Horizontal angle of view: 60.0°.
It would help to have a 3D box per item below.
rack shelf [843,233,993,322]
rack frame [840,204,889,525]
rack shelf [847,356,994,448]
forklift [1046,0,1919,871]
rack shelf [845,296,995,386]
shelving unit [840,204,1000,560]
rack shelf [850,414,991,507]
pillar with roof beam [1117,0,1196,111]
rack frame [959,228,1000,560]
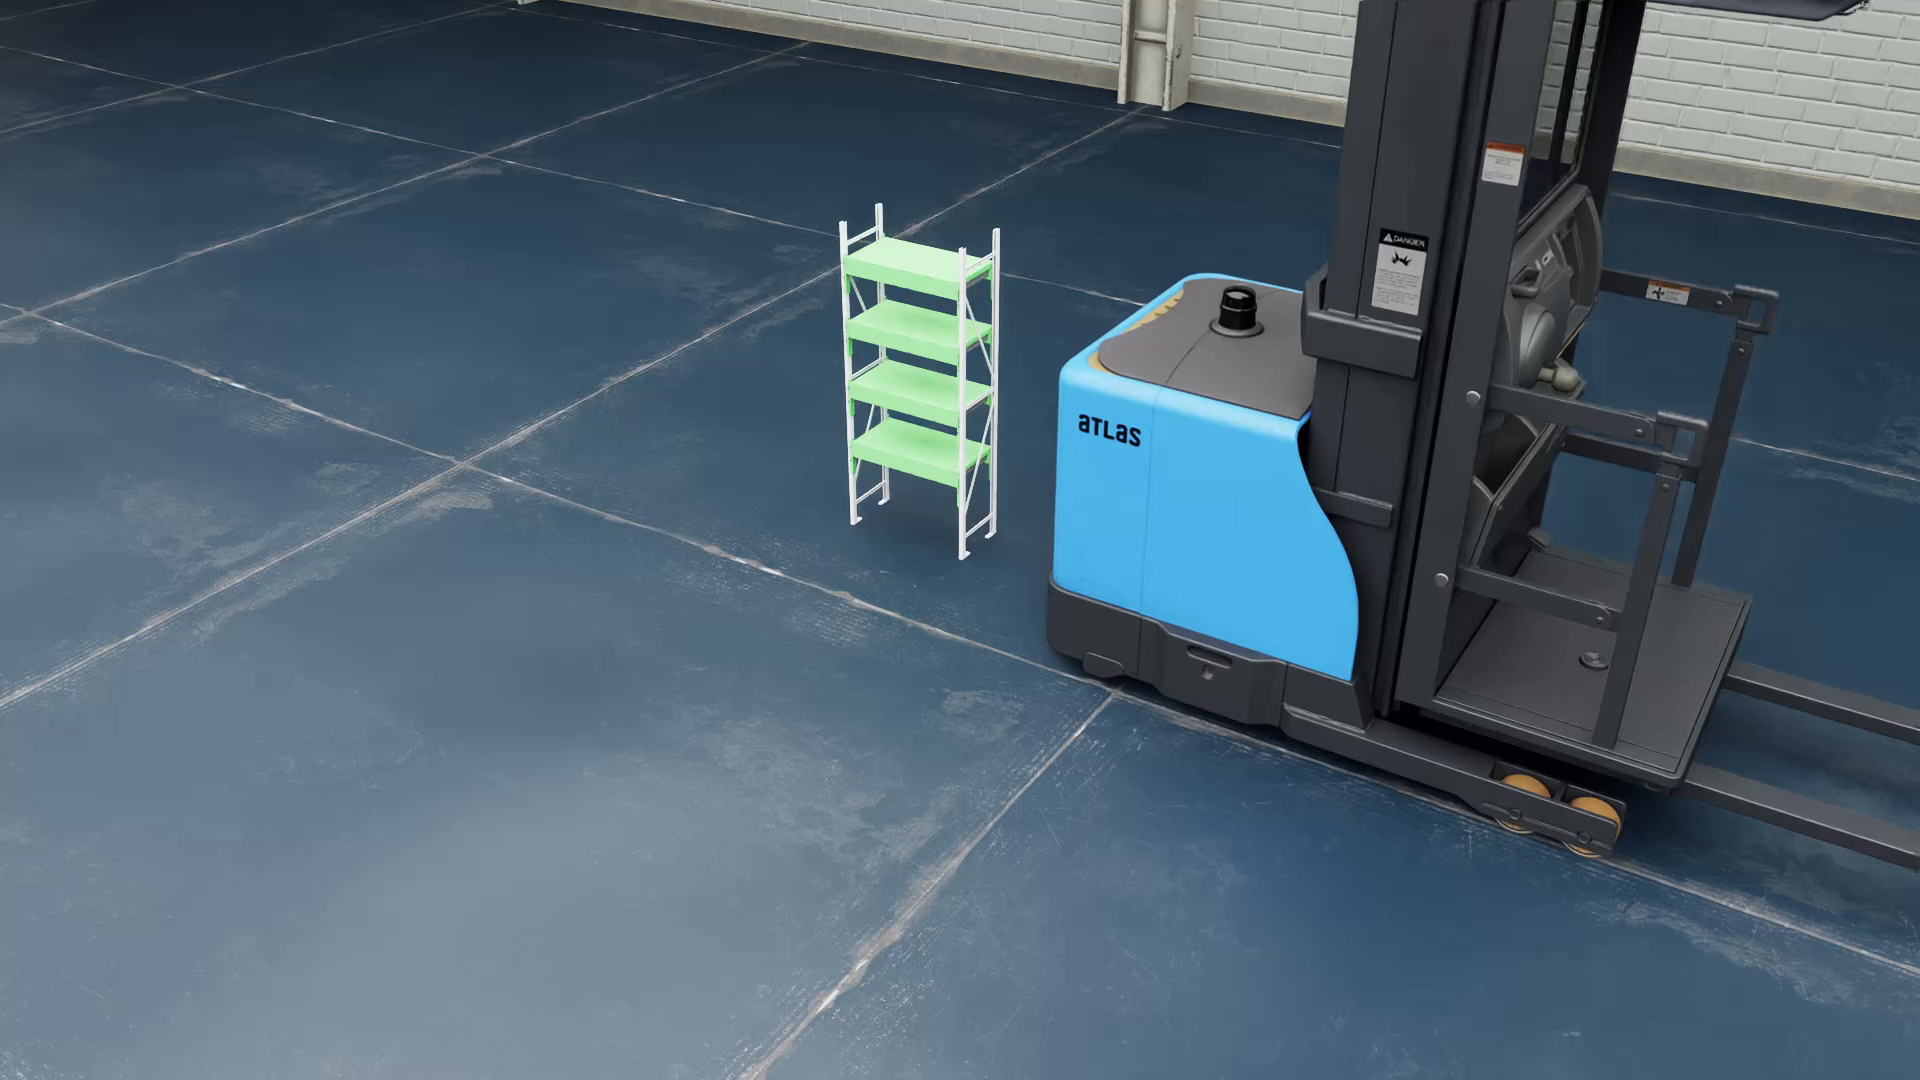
[{"bbox_3d":[-0.140,-0.922,5.814,0.480,0.148,0.258,18,35,27],"label":"rack shelf"},{"bbox_3d":[-0.347,-0.628,6.136,0.015,1.200,0.240,18,35,27],"label":"rack frame"},{"bbox_3d":[-0.140,-0.507,6.056,0.480,0.148,0.258,18,35,27],"label":"rack shelf"},{"bbox_3d":[1.808,-0.675,4.498,3.031,2.935,1.130,18,35,27],"label":"forklift"},{"bbox_3d":[-0.140,-0.715,5.935,0.480,0.148,0.258,18,35,27],"label":"rack shelf"},{"bbox_3d":[-0.140,-0.563,6.024,0.503,1.200,0.258,18,35,27],"label":"shelving unit"},{"bbox_3d":[-0.140,-0.300,6.177,0.480,0.148,0.258,18,35,27],"label":"rack shelf"},{"bbox_3d":[-0.965,-5.055,5.985,0.400,9.000,9.100,18,35,27],"label":"pillar with roof beam"},{"bbox_3d":[0.066,-0.497,5.912,0.015,1.200,0.240,18,35,27],"label":"rack frame"}]
